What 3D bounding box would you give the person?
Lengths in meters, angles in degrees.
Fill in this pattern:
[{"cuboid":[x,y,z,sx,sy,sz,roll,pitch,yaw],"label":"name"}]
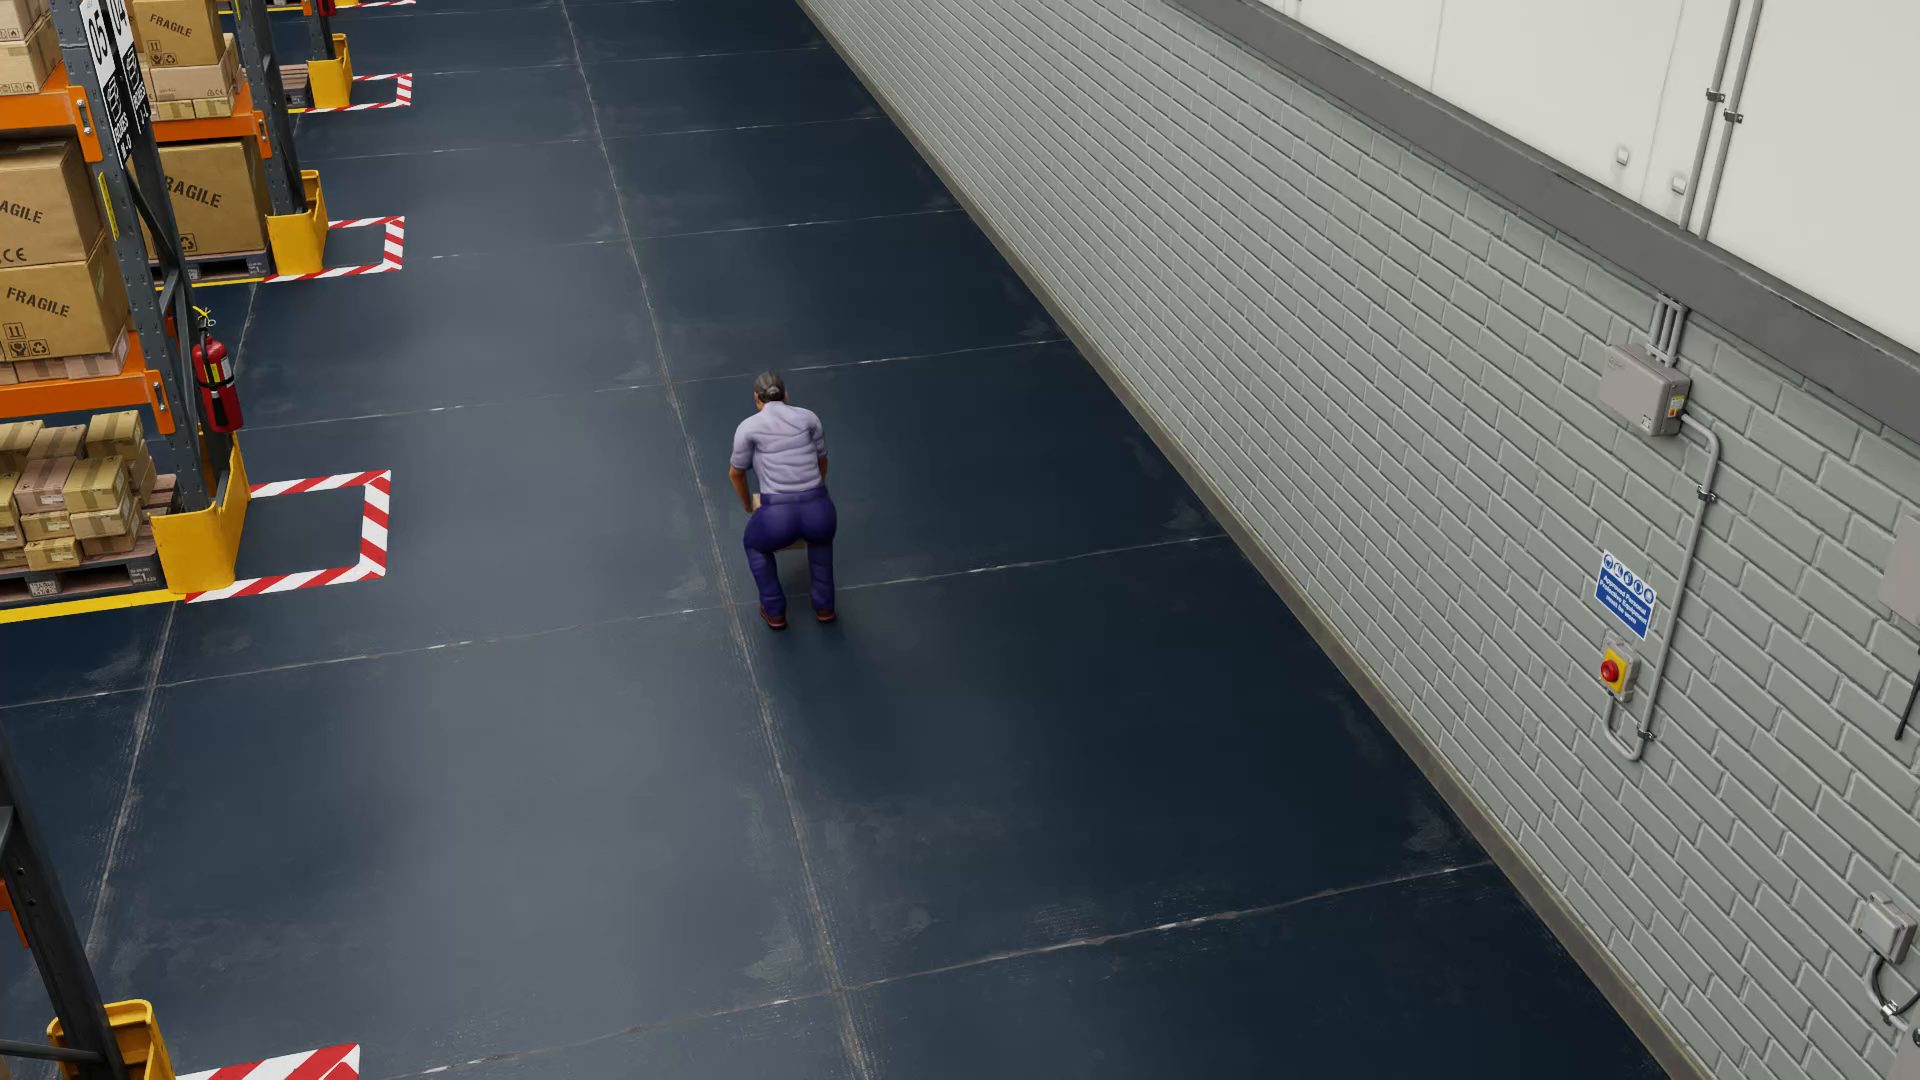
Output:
[{"cuboid":[-0.938,-0.181,8.868,0.535,1.341,0.672,-8,31,-13],"label":"person"}]
